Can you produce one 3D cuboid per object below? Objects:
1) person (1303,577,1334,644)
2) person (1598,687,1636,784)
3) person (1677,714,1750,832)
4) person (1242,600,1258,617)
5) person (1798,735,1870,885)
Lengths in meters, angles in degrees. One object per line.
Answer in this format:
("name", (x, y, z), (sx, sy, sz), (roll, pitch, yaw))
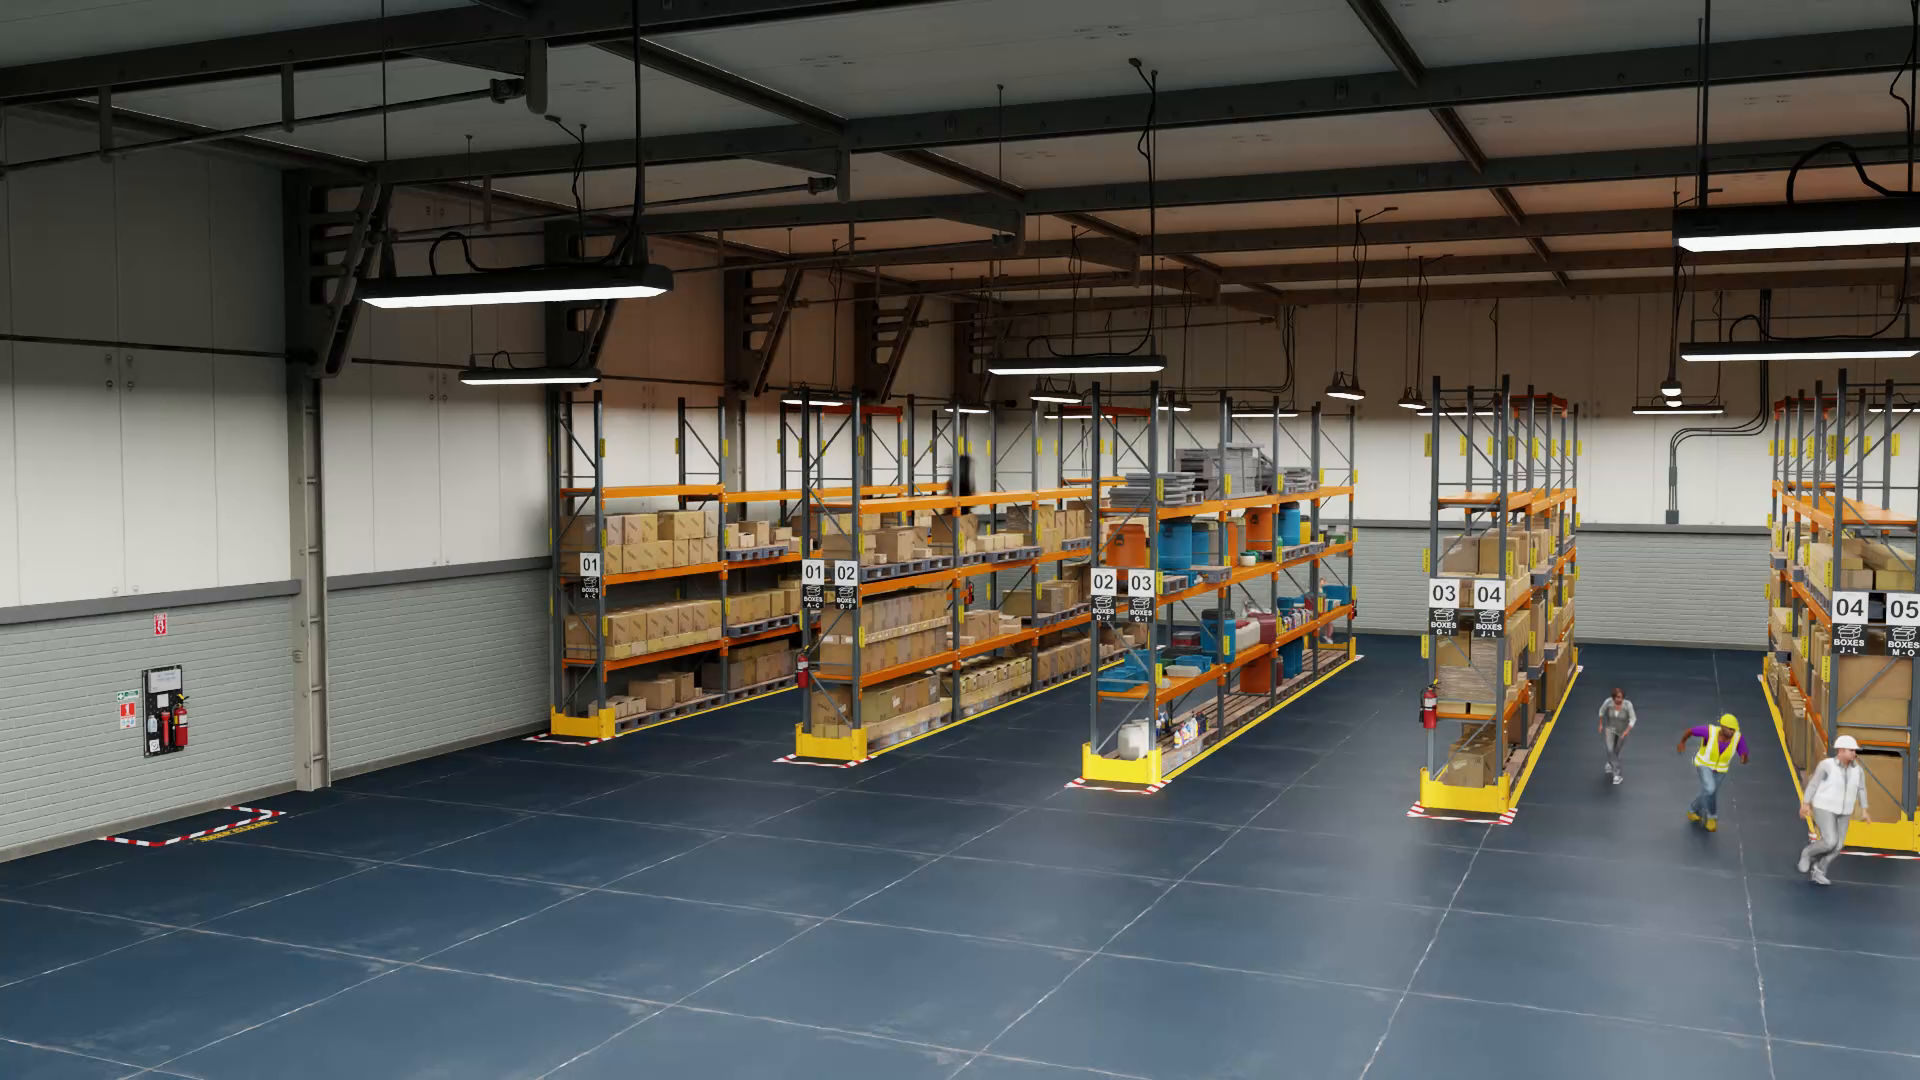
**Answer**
("person", (9.253, 1.808, 42.807), (0.596, 1.710, 0.868), (-3, 4, -41))
("person", (9.868, 2.888, 25.003), (0.529, 1.453, 0.963), (1, 3, 19))
("person", (9.864, 2.999, 21.756), (0.715, 1.553, 1.111), (0, 3, 1))
("person", (6.791, 2.114, 38.456), (0.626, 1.505, 0.995), (2, 4, 37))
("person", (10.016, 3.084, 19.008), (0.653, 1.730, 0.571), (-1, 3, -9))
